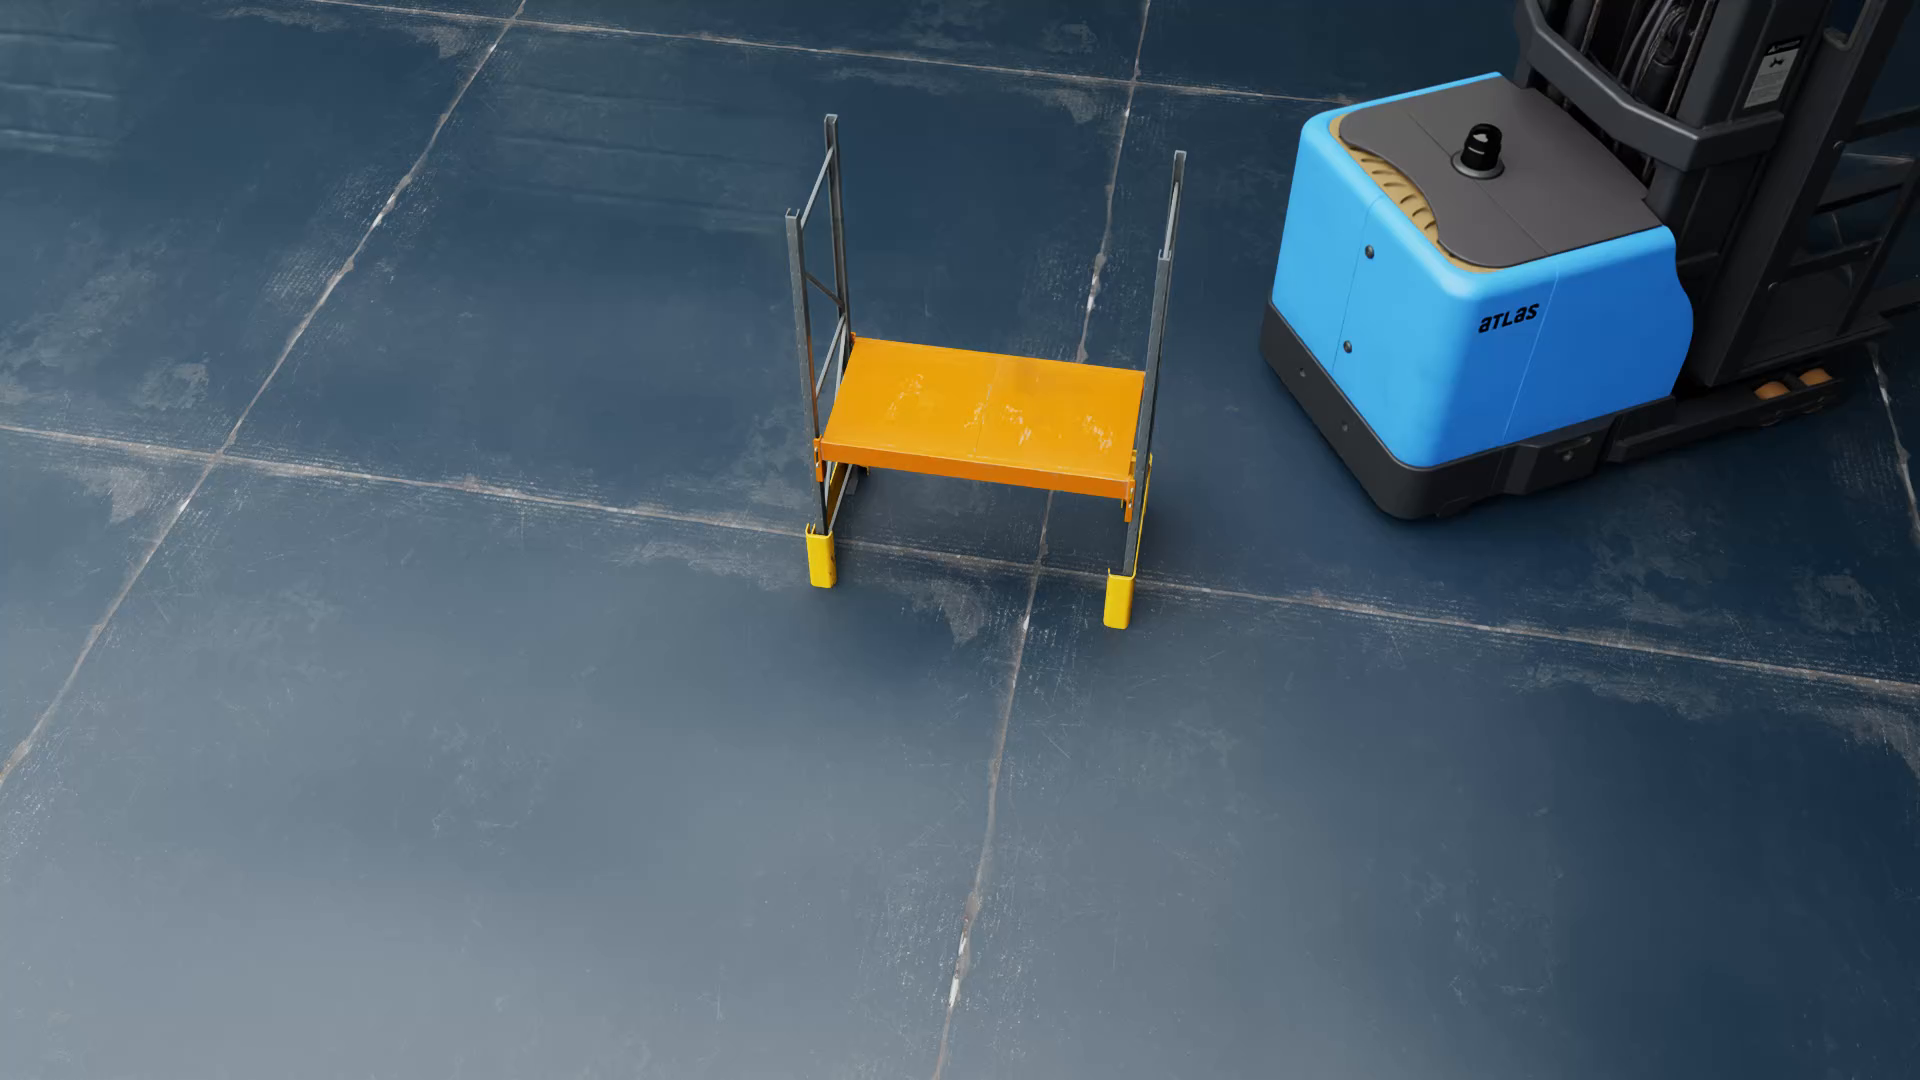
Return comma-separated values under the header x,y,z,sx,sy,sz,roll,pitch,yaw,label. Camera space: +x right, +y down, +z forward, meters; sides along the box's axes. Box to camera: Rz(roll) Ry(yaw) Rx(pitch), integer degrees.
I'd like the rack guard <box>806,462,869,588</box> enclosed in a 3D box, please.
x,y,z,sx,sy,sz,roll,pitch,yaw,label
-0.415,-0.139,5.707,0.087,0.250,0.587,8,49,7,rack guard

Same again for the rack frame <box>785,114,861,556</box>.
x,y,z,sx,sy,sz,roll,pitch,yaw,label
-0.416,-0.557,5.242,0.032,1.500,0.500,8,49,7,rack frame

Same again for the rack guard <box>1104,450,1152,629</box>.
x,y,z,sx,sy,sz,roll,pitch,yaw,label
0.565,-0.008,5.589,0.087,0.250,0.587,8,49,7,rack guard

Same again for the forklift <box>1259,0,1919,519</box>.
x,y,z,sx,sy,sz,roll,pitch,yaw,label
2.705,-1.751,5.353,3.031,2.935,1.130,-16,50,-14,forklift

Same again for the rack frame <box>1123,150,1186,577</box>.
x,y,z,sx,sy,sz,roll,pitch,yaw,label
0.584,-0.423,5.122,0.032,1.500,0.500,8,49,7,rack frame

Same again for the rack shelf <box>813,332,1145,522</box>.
x,y,z,sx,sy,sz,roll,pitch,yaw,label
0.084,-0.370,5.316,1.000,0.185,0.538,8,49,7,rack shelf

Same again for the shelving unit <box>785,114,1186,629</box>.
x,y,z,sx,sy,sz,roll,pitch,yaw,label
0.075,-0.491,5.183,1.083,1.500,0.587,8,49,7,shelving unit
